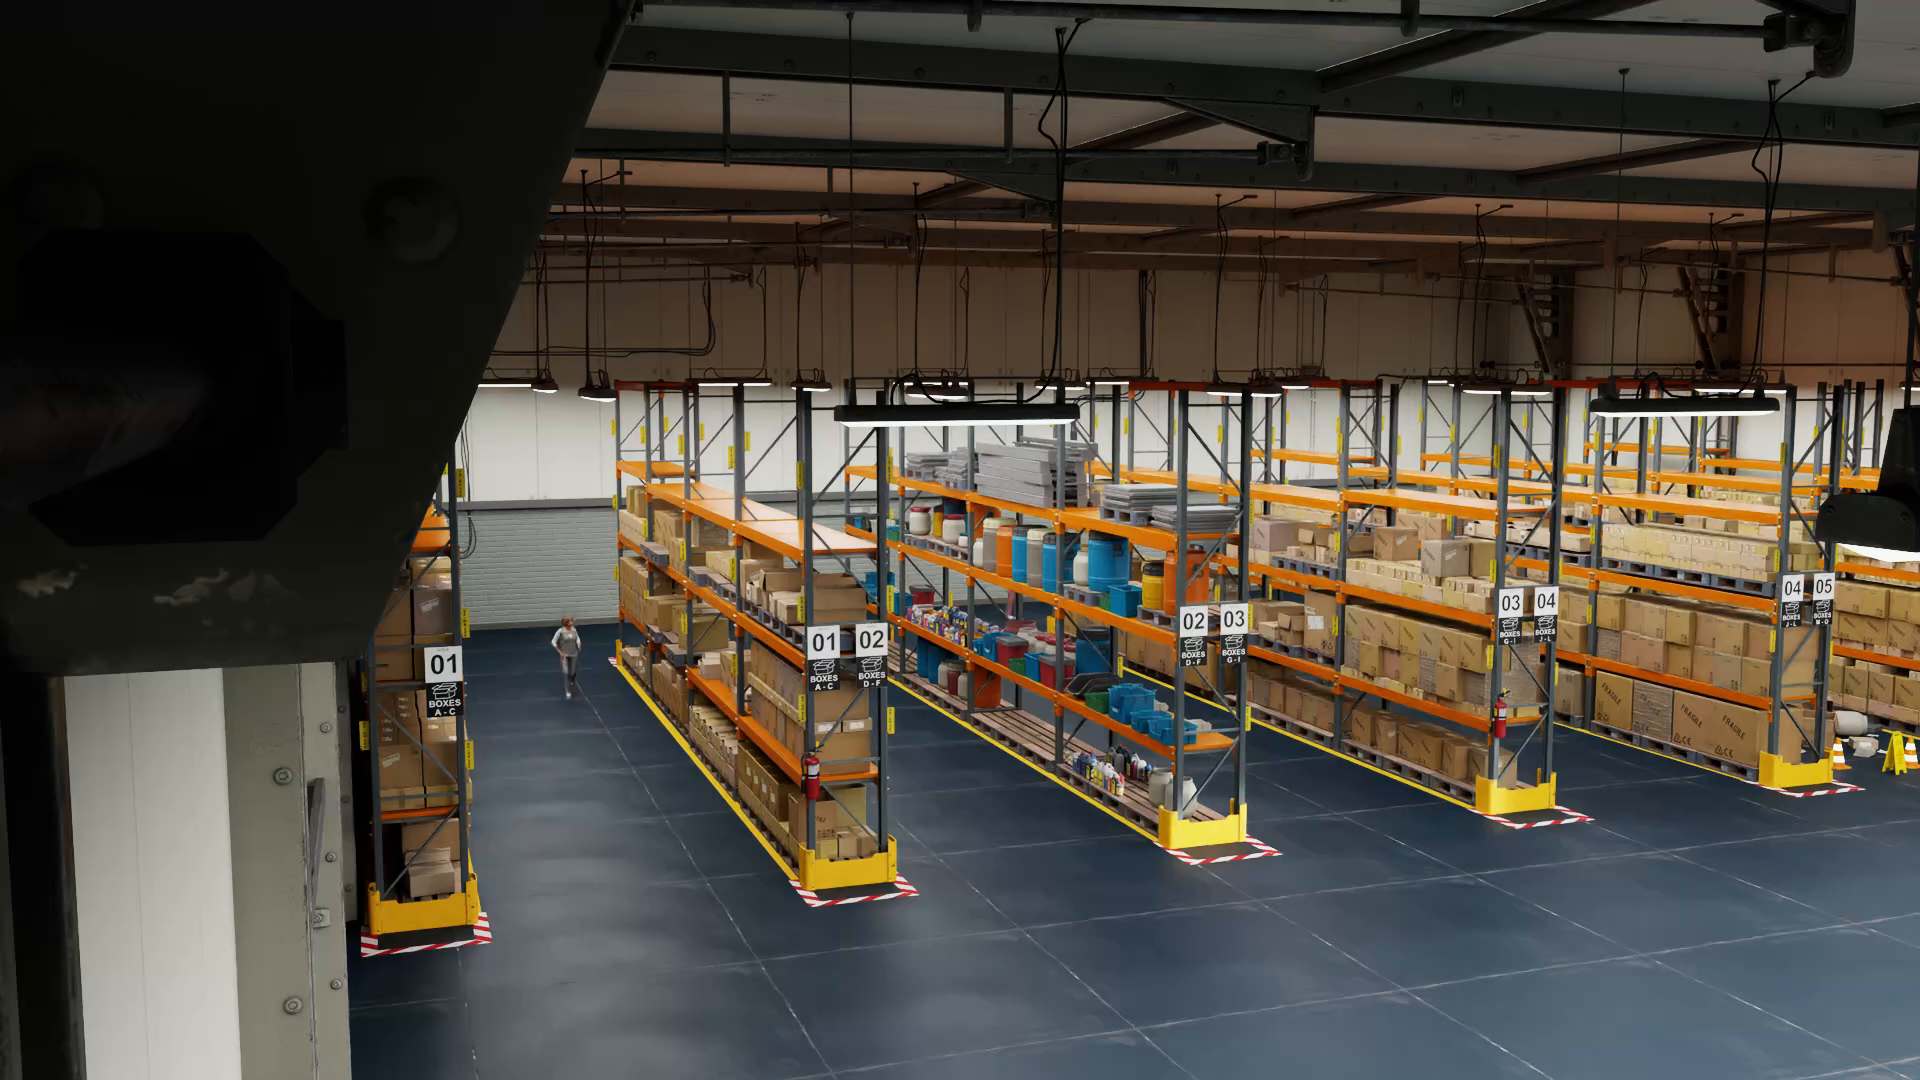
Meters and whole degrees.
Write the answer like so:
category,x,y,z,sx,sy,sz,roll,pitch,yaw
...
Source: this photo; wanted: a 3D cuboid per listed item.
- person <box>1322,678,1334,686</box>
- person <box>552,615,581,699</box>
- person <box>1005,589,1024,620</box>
category,x,y,z,sx,sy,sz,roll,pitch,yaw
person,6.984,2.178,31.369,0.482,1.698,0.404,6,8,44
person,-7.512,2.215,31.731,0.545,1.589,0.648,-2,6,-17
person,1.368,1.158,41.266,0.473,1.676,0.514,-4,7,-34
